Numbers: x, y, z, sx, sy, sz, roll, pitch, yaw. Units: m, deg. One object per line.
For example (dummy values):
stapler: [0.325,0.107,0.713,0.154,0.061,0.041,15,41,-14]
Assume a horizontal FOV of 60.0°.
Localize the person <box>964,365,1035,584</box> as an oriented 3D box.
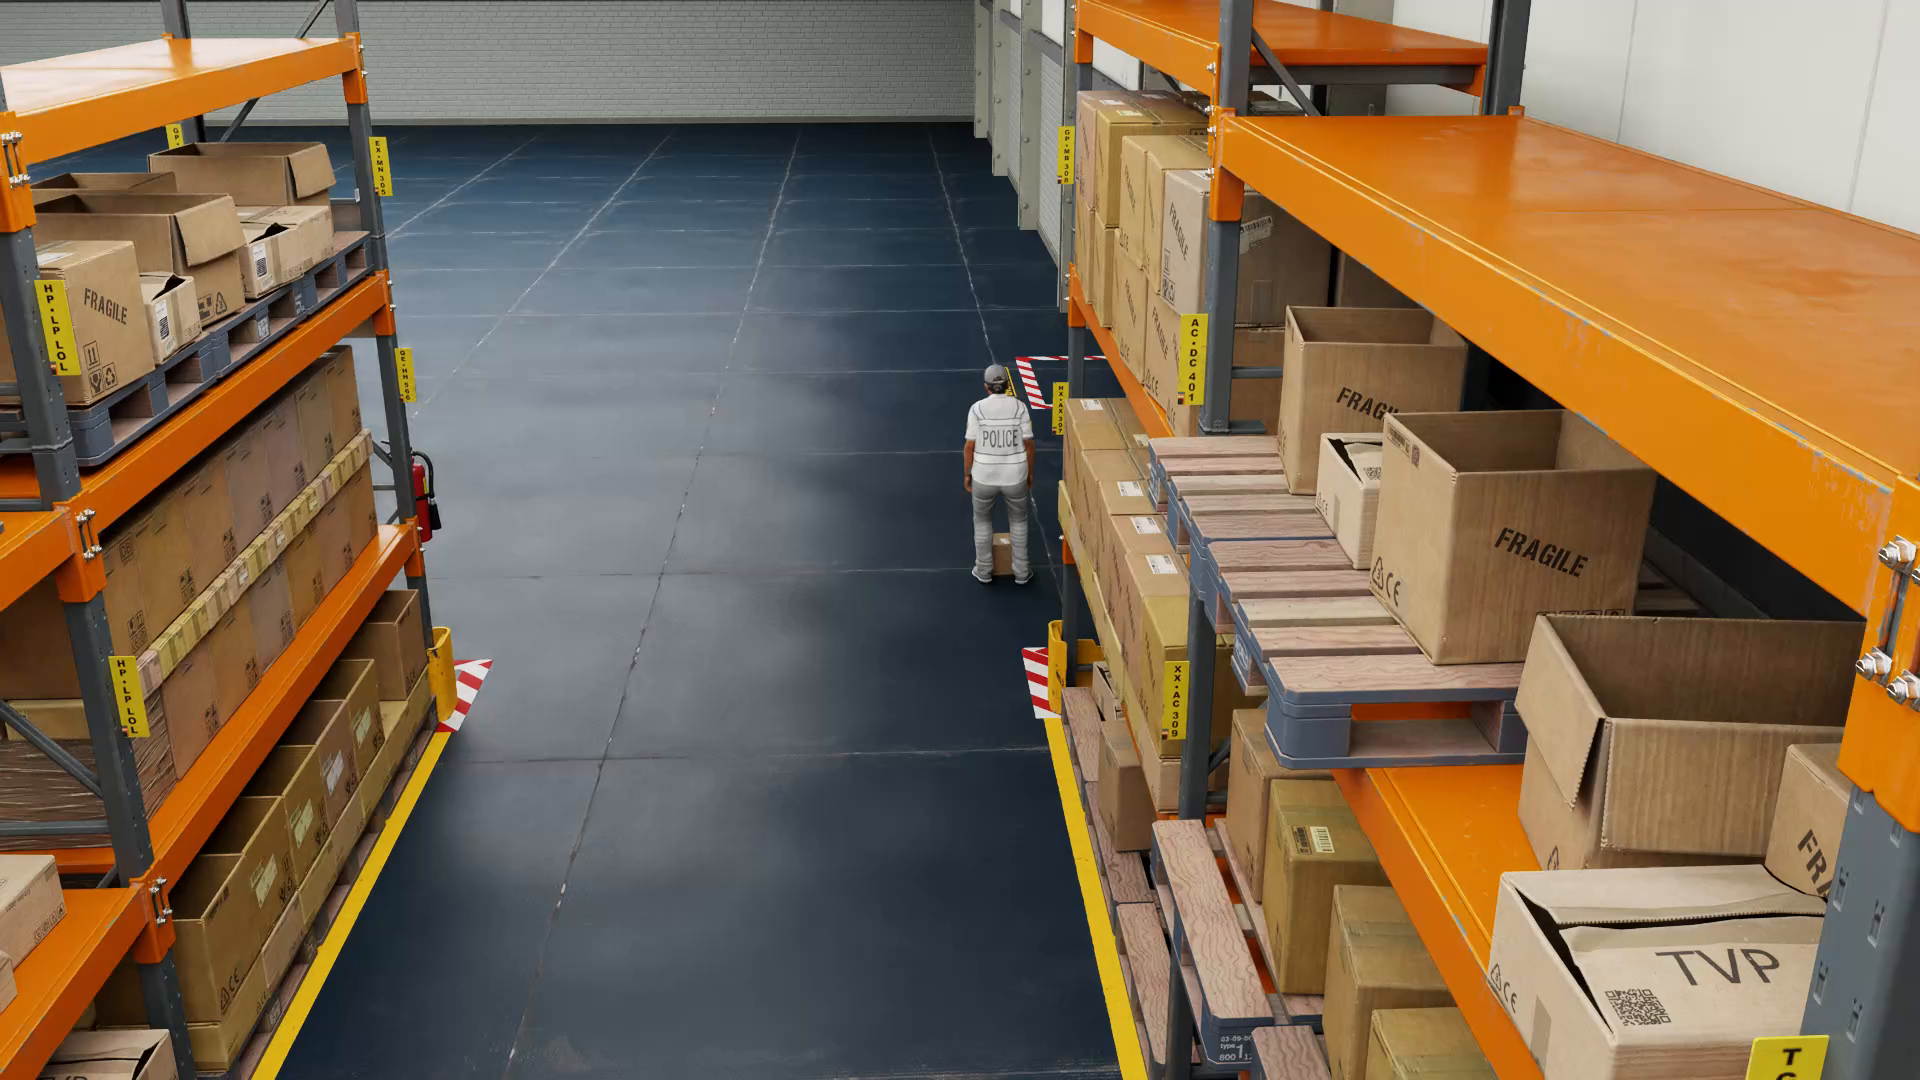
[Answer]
person: [0.296,-0.474,12.336,0.537,1.665,0.470,-1,21,-3]
